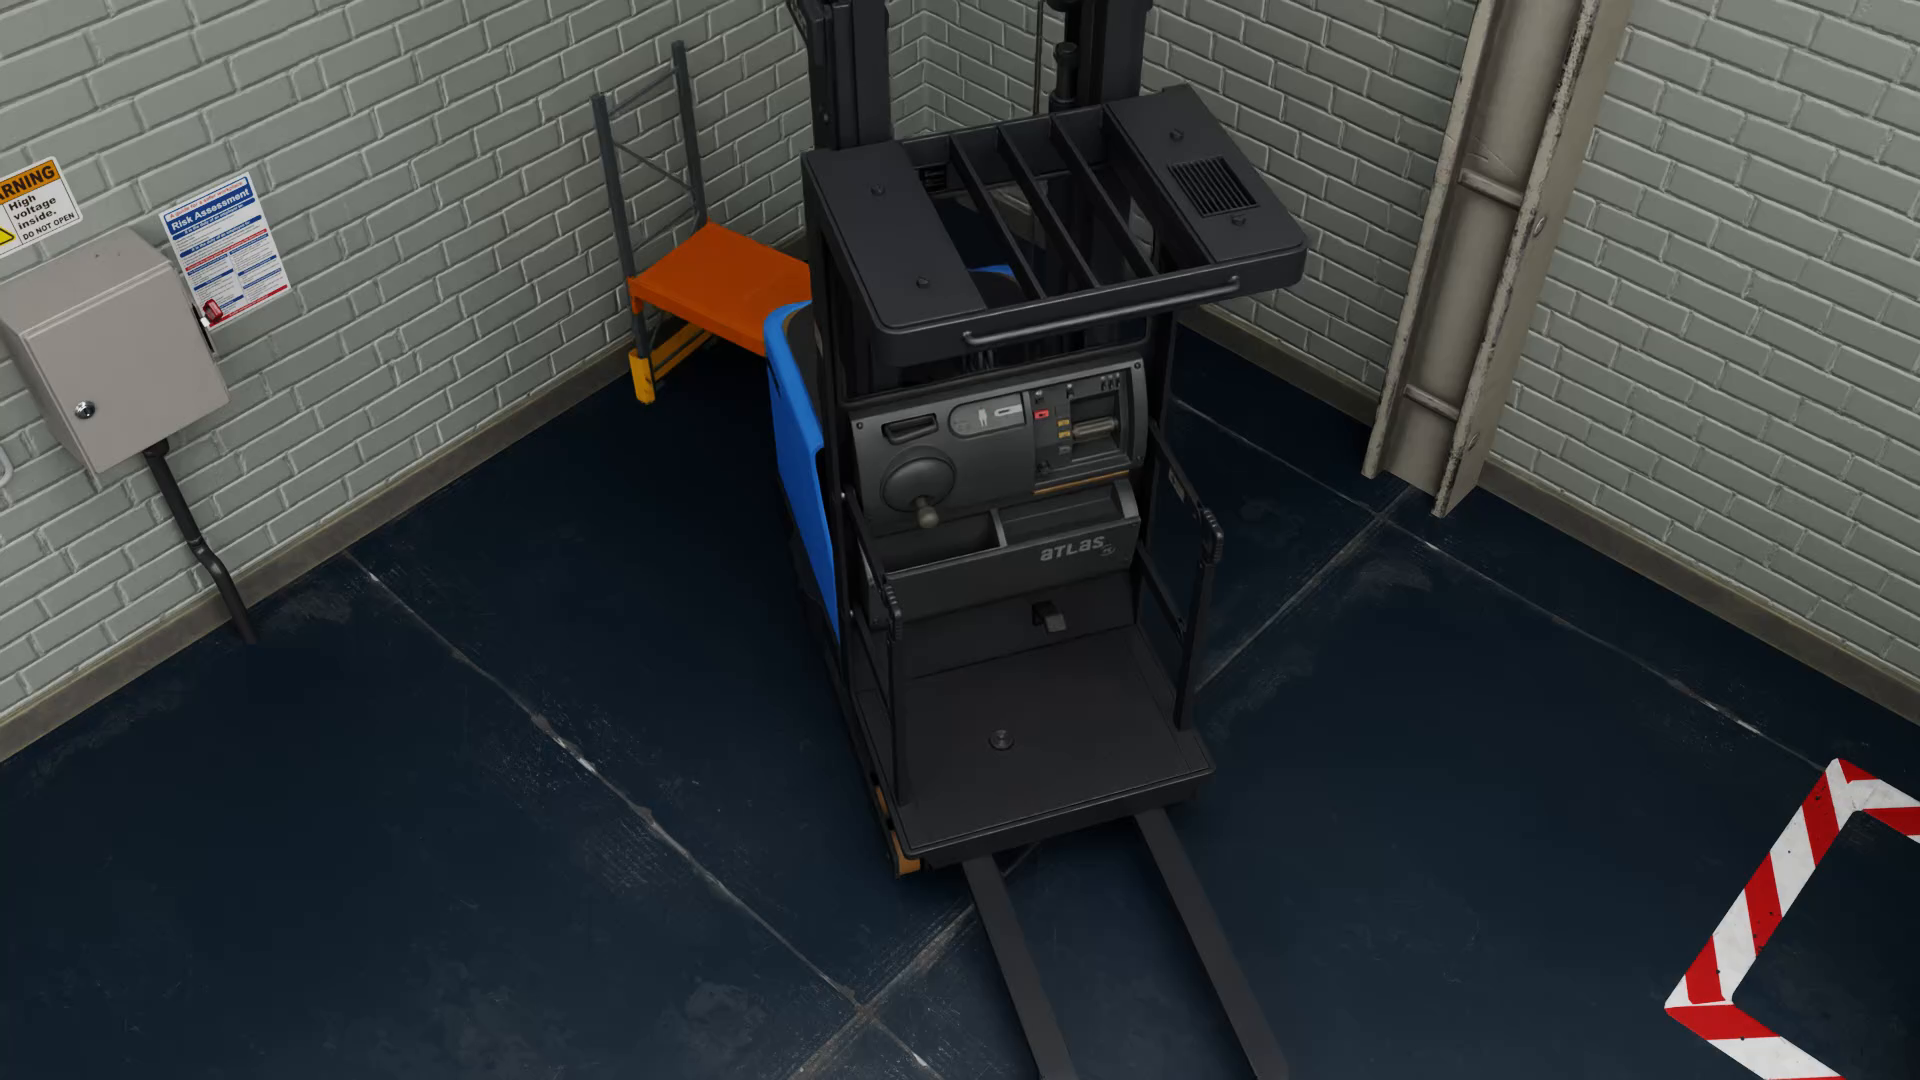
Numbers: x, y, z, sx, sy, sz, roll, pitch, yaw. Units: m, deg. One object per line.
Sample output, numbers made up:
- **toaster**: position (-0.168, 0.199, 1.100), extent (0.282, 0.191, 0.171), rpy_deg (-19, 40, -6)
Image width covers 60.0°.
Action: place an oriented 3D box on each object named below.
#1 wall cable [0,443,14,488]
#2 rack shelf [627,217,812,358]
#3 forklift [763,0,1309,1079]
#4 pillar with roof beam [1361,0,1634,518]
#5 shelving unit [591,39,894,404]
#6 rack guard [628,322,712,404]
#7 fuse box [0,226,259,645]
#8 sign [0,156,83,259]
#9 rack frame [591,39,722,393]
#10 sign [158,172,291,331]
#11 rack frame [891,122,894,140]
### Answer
- **wall cable**: position (-3.262, -0.706, 4.658), extent (0.122, 1.984, 0.588), rpy_deg (34, 55, 28)
- **rack shelf**: position (-0.818, -0.968, 6.877), extent (1.000, 0.185, 0.538), rpy_deg (26, 52, 23)
- **forklift**: position (0.198, -0.200, 4.928), extent (1.130, 2.935, 3.031), rpy_deg (-13, 48, -12)
- **pillar with roof beam**: position (-0.982, -1.041, 1.555), extent (0.400, 9.000, 9.100), rpy_deg (34, 55, 28)
- **shelving unit**: position (-0.826, -1.095, 6.750), extent (1.083, 1.500, 0.587), rpy_deg (26, 52, 23)
- **rack guard**: position (-1.237, -0.872, 7.398), extent (0.087, 0.250, 0.587), rpy_deg (26, 52, 23)
- **fuse box**: position (-2.683, -0.205, 5.768), extent (0.414, 1.711, 0.539), rpy_deg (34, 55, 28)
- **sign**: position (-2.873, -1.001, 5.066), extent (0.001, 0.242, 0.339), rpy_deg (34, 55, 28)
- **rack frame**: position (-1.238, -1.301, 6.942), extent (0.032, 1.500, 0.500), rpy_deg (26, 52, 23)
- **sign**: position (-2.500, -0.980, 5.678), extent (0.001, 0.494, 0.329), rpy_deg (34, 55, 28)
- **rack frame**: position (-0.398, -0.882, 6.550), extent (0.032, 1.500, 0.500), rpy_deg (26, 52, 23)
